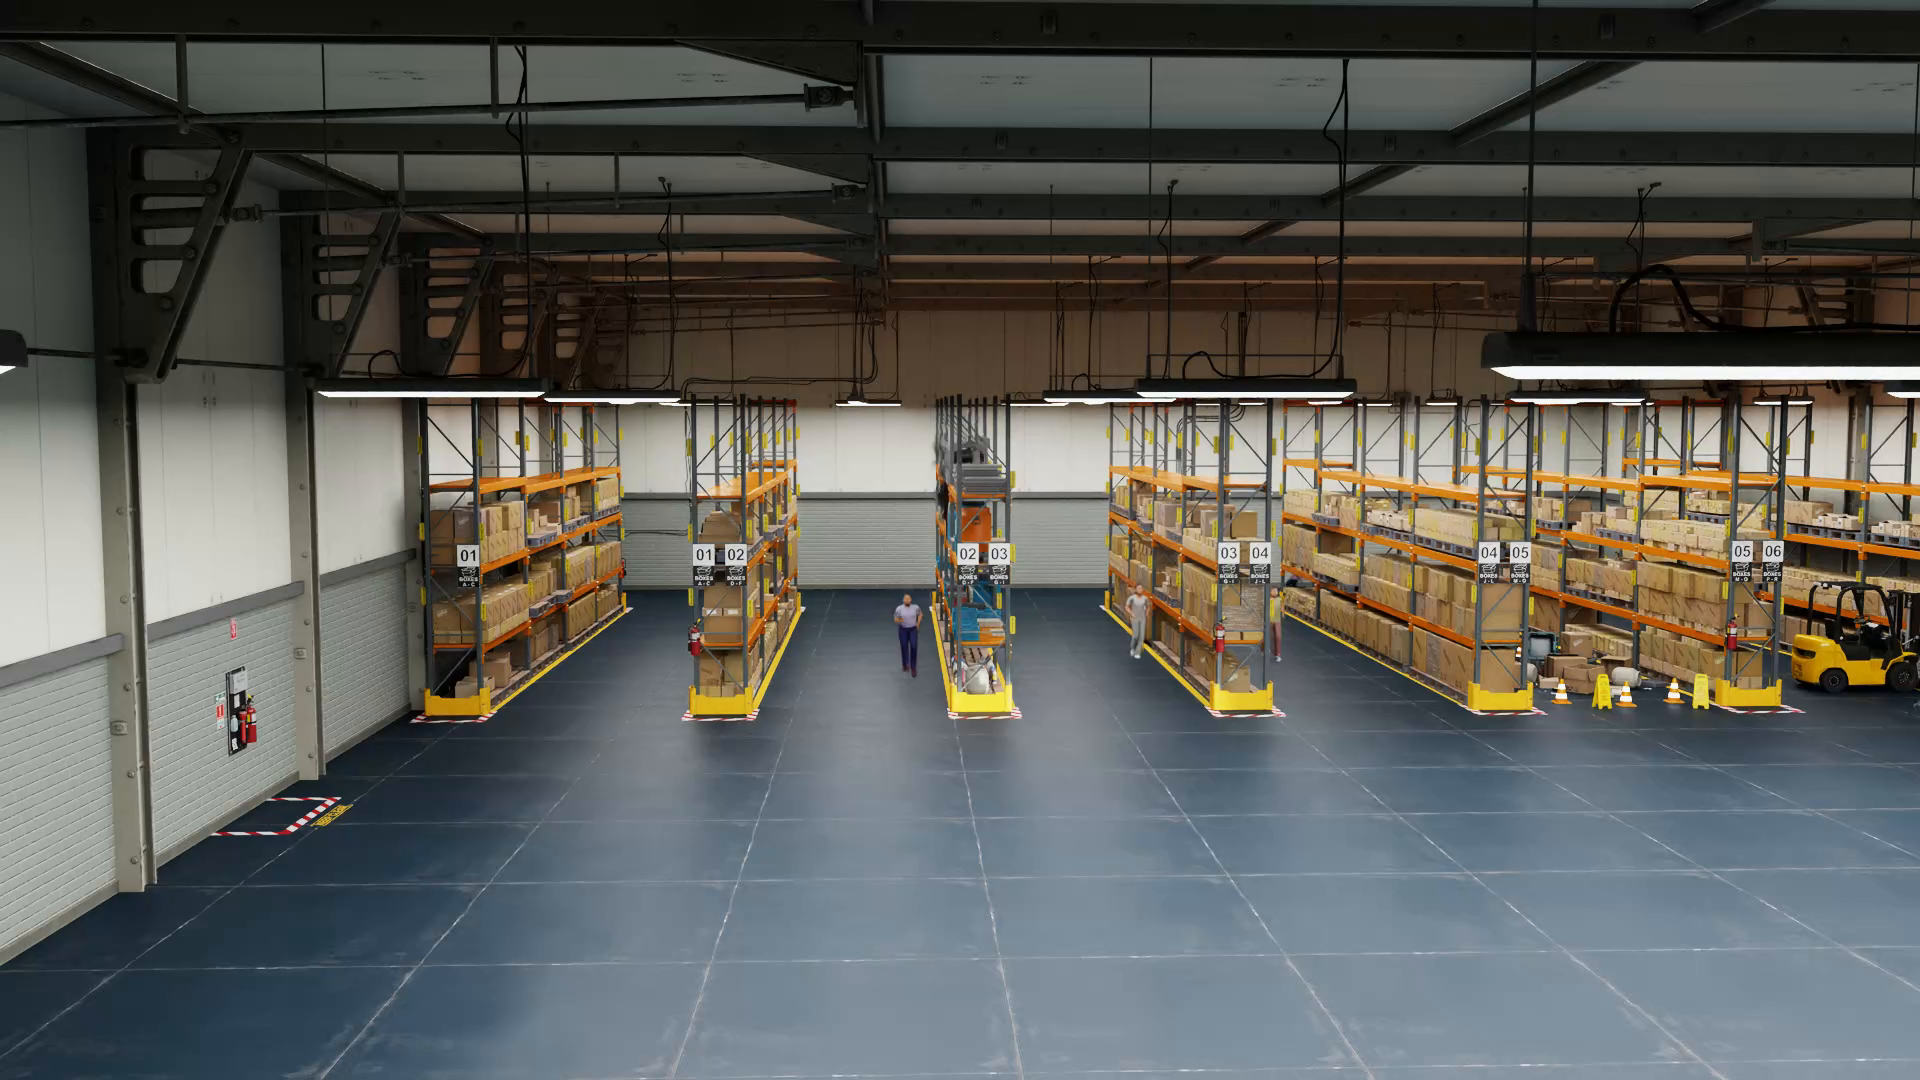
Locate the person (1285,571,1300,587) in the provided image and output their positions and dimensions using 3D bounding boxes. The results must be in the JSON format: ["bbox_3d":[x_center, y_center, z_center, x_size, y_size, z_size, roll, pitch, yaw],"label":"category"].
[{"bbox_3d":[9.842,1.106,49.055,0.548,1.527,0.631,1,5,16],"label":"person"}]

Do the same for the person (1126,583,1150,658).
[{"bbox_3d":[3.896,1.758,36.309,0.549,1.636,0.506,-1,5,-11],"label":"person"}]

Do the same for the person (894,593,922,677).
[{"bbox_3d":[-1.073,2.035,34.222,0.583,1.522,0.725,0,4,-2],"label":"person"}]

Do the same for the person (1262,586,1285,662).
[{"bbox_3d":[7.143,1.897,37.982,0.594,1.699,0.851,-1,5,-11],"label":"person"}]
